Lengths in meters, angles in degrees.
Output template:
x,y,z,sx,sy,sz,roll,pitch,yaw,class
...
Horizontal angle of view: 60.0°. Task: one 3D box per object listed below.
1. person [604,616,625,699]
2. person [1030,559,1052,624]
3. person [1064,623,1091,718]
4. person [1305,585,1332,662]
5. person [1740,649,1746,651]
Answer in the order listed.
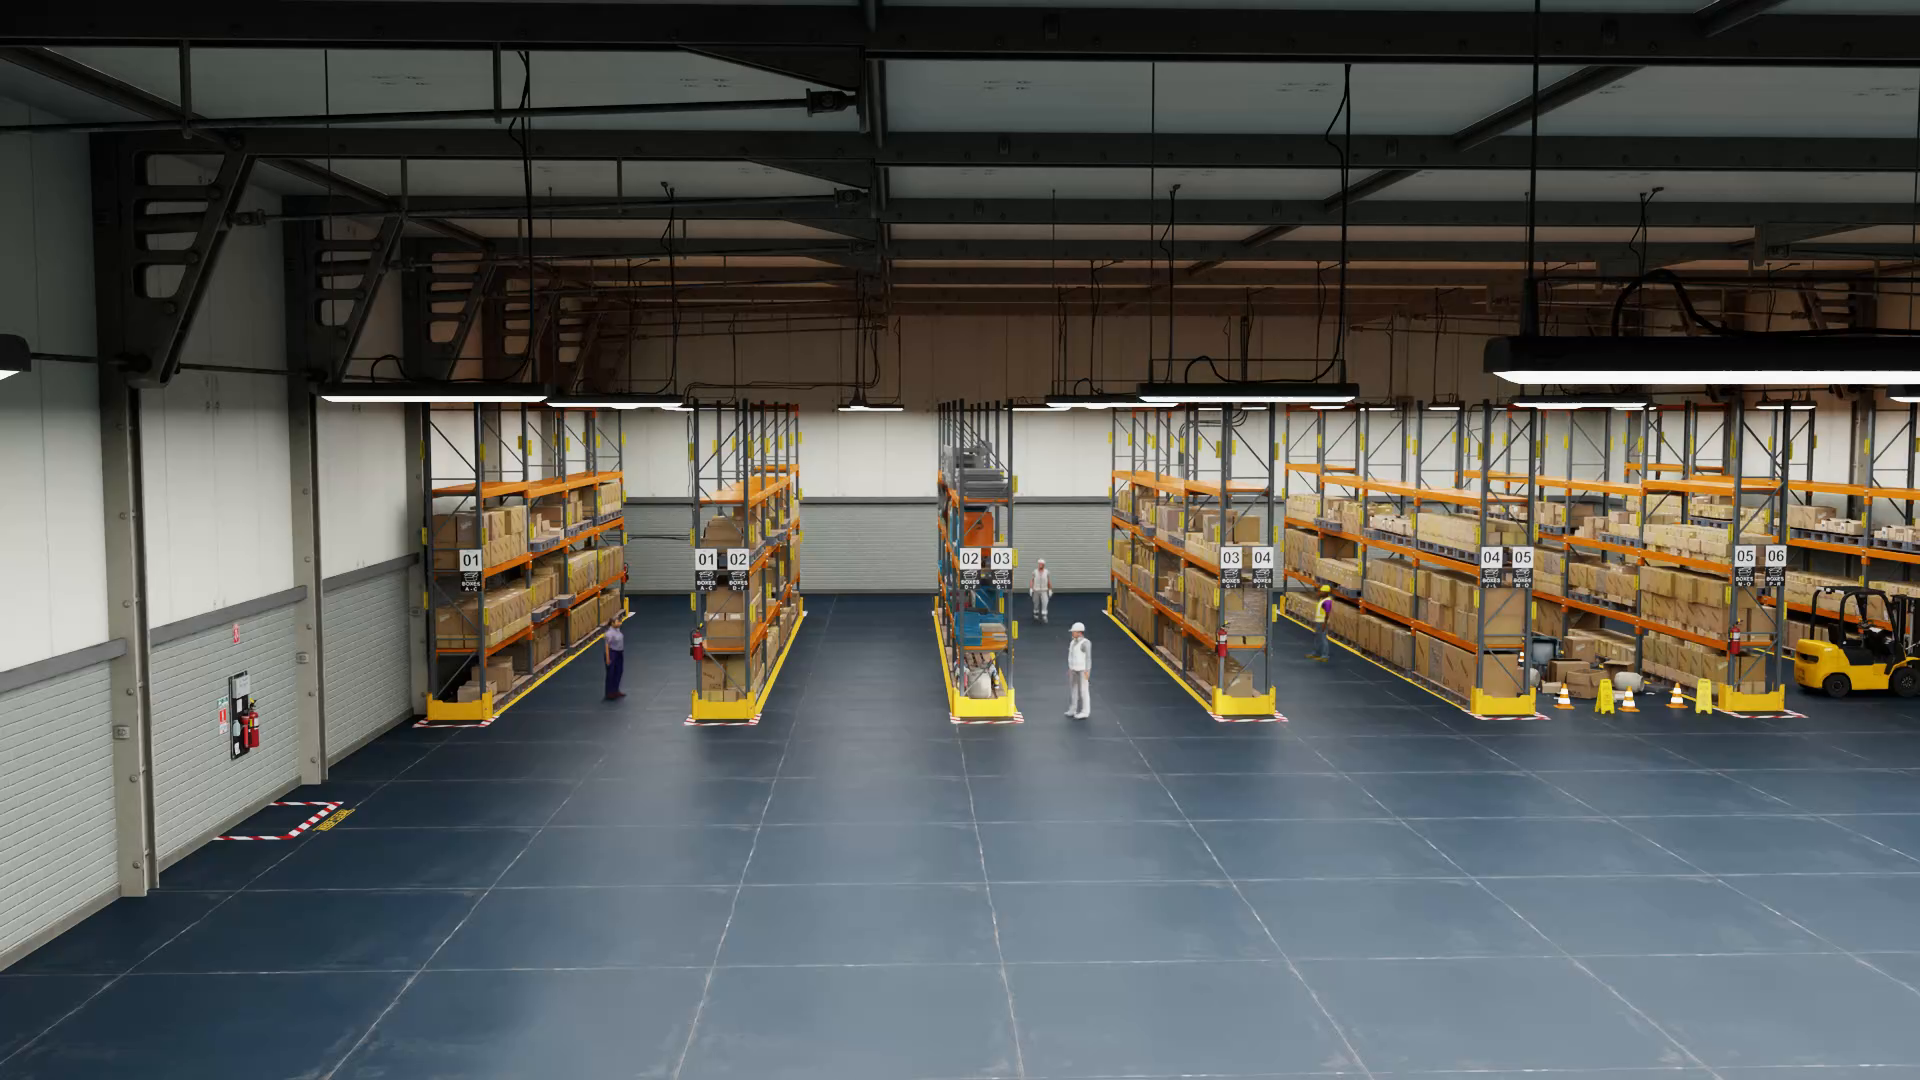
x,y,z,sx,sy,sz,roll,pitch,yaw,class
-6.968,2.365,33.546,0.372,1.637,0.583,2,5,20,person
2.214,1.395,45.350,0.649,1.738,1.019,0,4,-5,person
2.215,2.445,31.397,0.433,1.776,0.565,-3,5,-37,person
8.316,1.918,38.585,0.620,1.761,0.573,1,4,13,person
16.958,2.155,36.037,0.356,1.713,0.532,4,6,42,person
